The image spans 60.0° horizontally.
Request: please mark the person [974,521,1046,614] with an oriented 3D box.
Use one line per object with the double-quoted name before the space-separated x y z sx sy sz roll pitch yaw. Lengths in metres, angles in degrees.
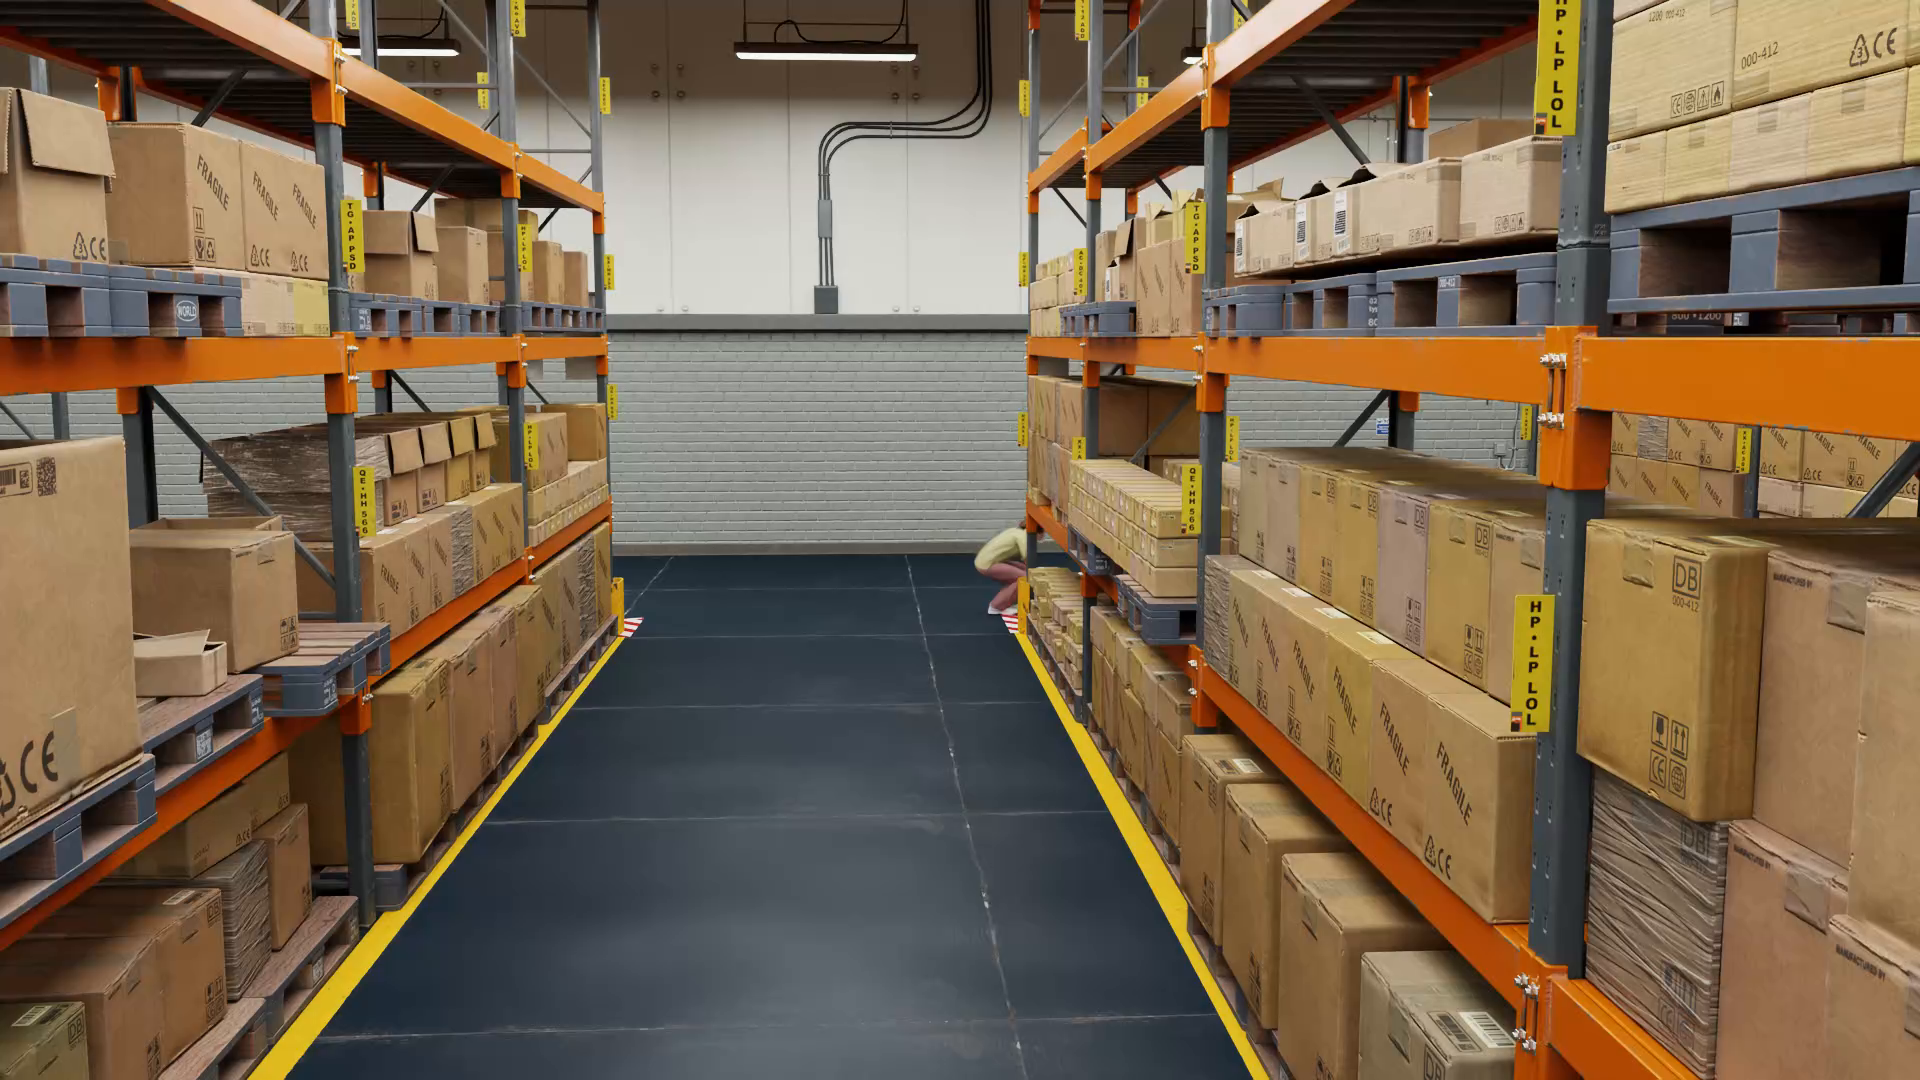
"person" 0.534 0.259 17.041 0.783 0.976 0.494 0 7 -3
